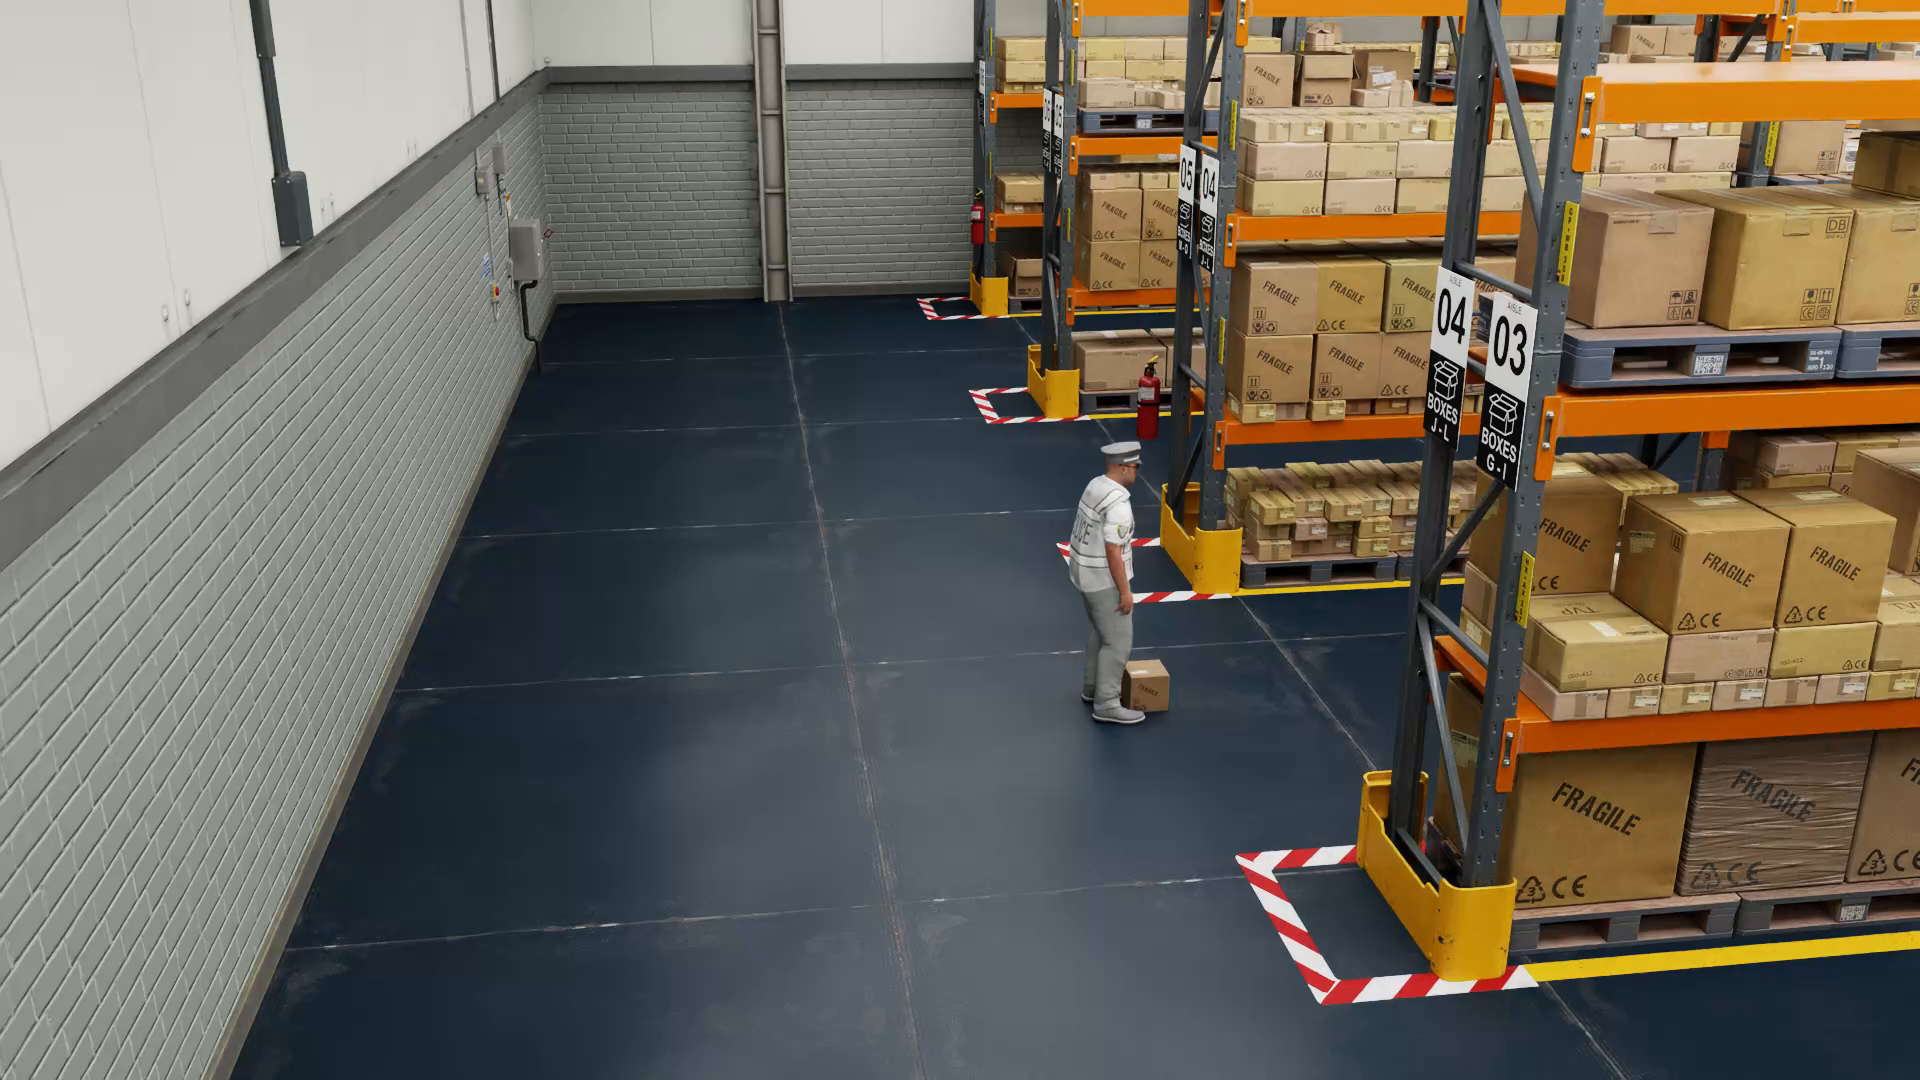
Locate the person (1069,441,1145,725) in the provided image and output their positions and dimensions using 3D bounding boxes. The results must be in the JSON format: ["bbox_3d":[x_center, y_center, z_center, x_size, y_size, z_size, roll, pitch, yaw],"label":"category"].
[{"bbox_3d":[0.917,0.247,10.378,0.448,1.747,0.602,-4,20,-11],"label":"person"}]
